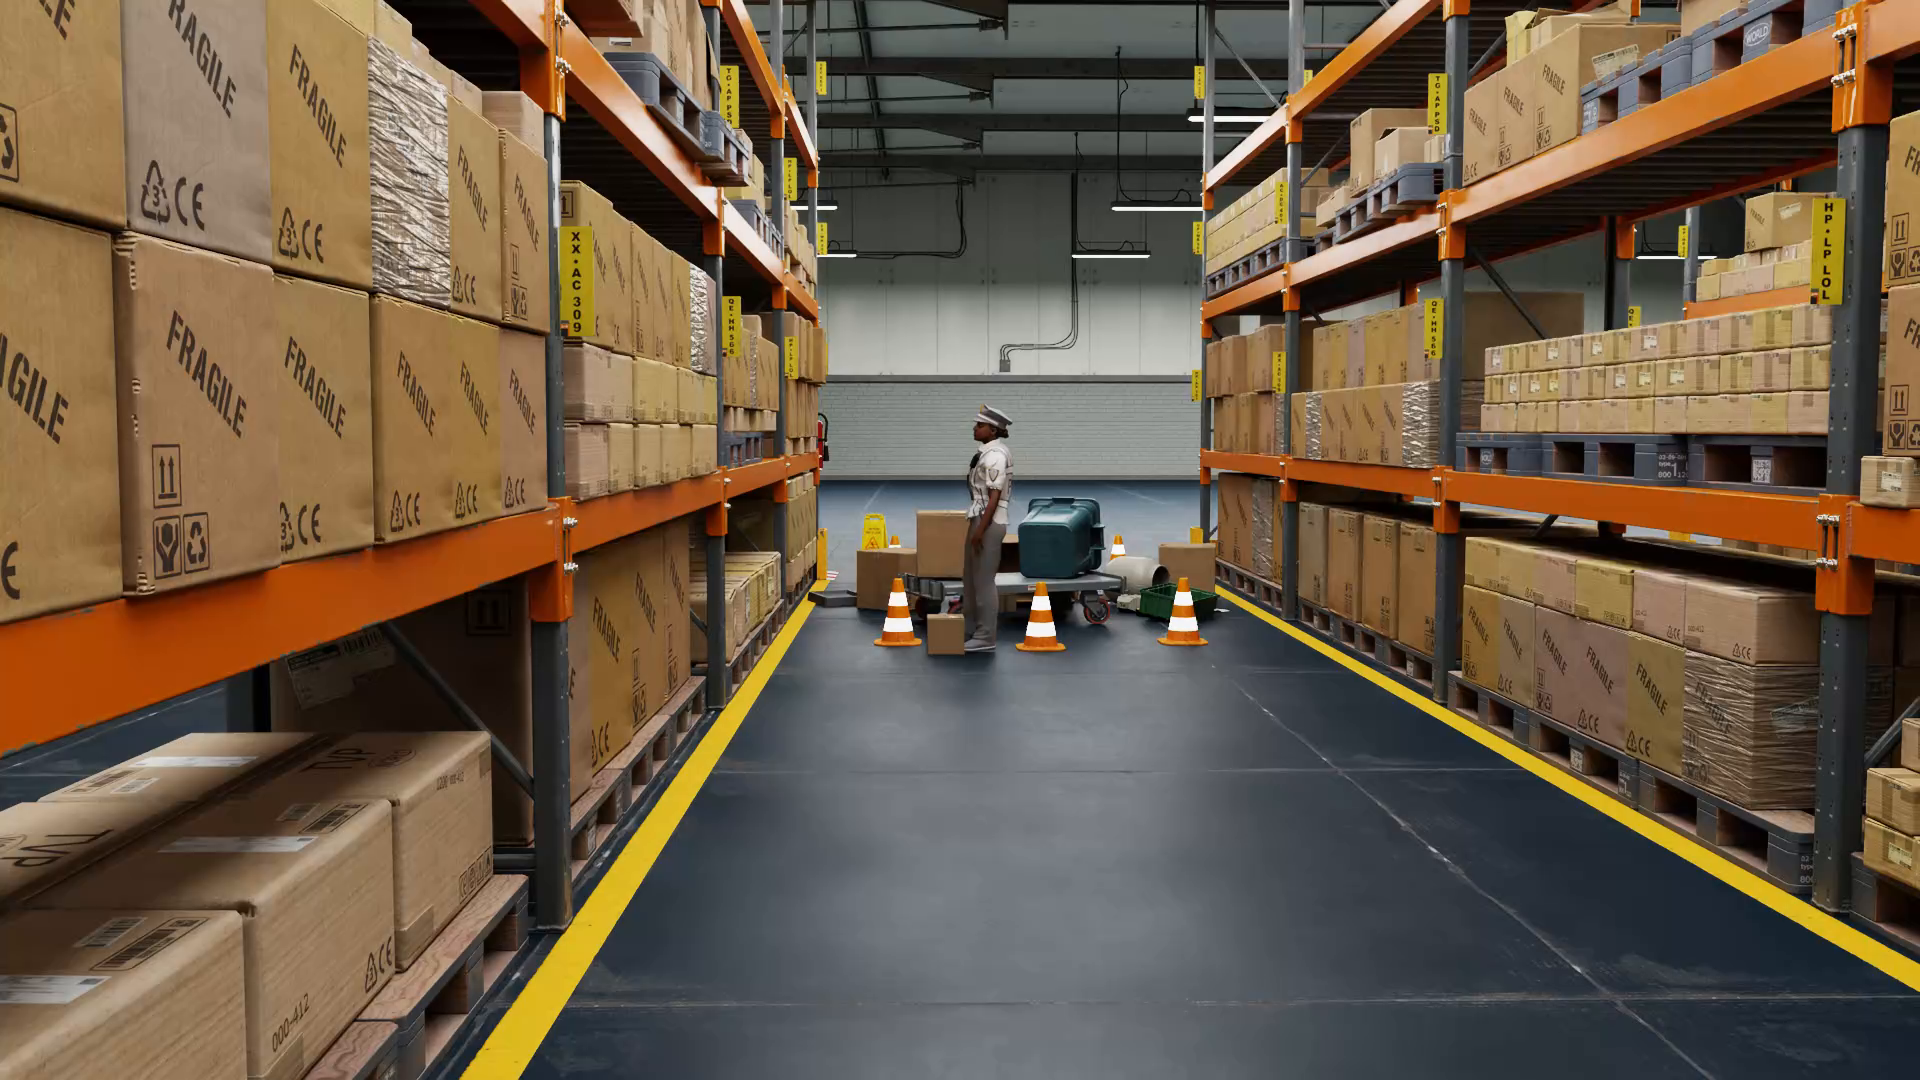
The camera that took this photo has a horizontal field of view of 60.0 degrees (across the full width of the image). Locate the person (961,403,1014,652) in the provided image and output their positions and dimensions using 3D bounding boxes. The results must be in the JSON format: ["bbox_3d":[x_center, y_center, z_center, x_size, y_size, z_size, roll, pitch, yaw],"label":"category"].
[{"bbox_3d":[0.103,-0.085,11.380,0.530,1.695,0.569,0,4,-1],"label":"person"}]
